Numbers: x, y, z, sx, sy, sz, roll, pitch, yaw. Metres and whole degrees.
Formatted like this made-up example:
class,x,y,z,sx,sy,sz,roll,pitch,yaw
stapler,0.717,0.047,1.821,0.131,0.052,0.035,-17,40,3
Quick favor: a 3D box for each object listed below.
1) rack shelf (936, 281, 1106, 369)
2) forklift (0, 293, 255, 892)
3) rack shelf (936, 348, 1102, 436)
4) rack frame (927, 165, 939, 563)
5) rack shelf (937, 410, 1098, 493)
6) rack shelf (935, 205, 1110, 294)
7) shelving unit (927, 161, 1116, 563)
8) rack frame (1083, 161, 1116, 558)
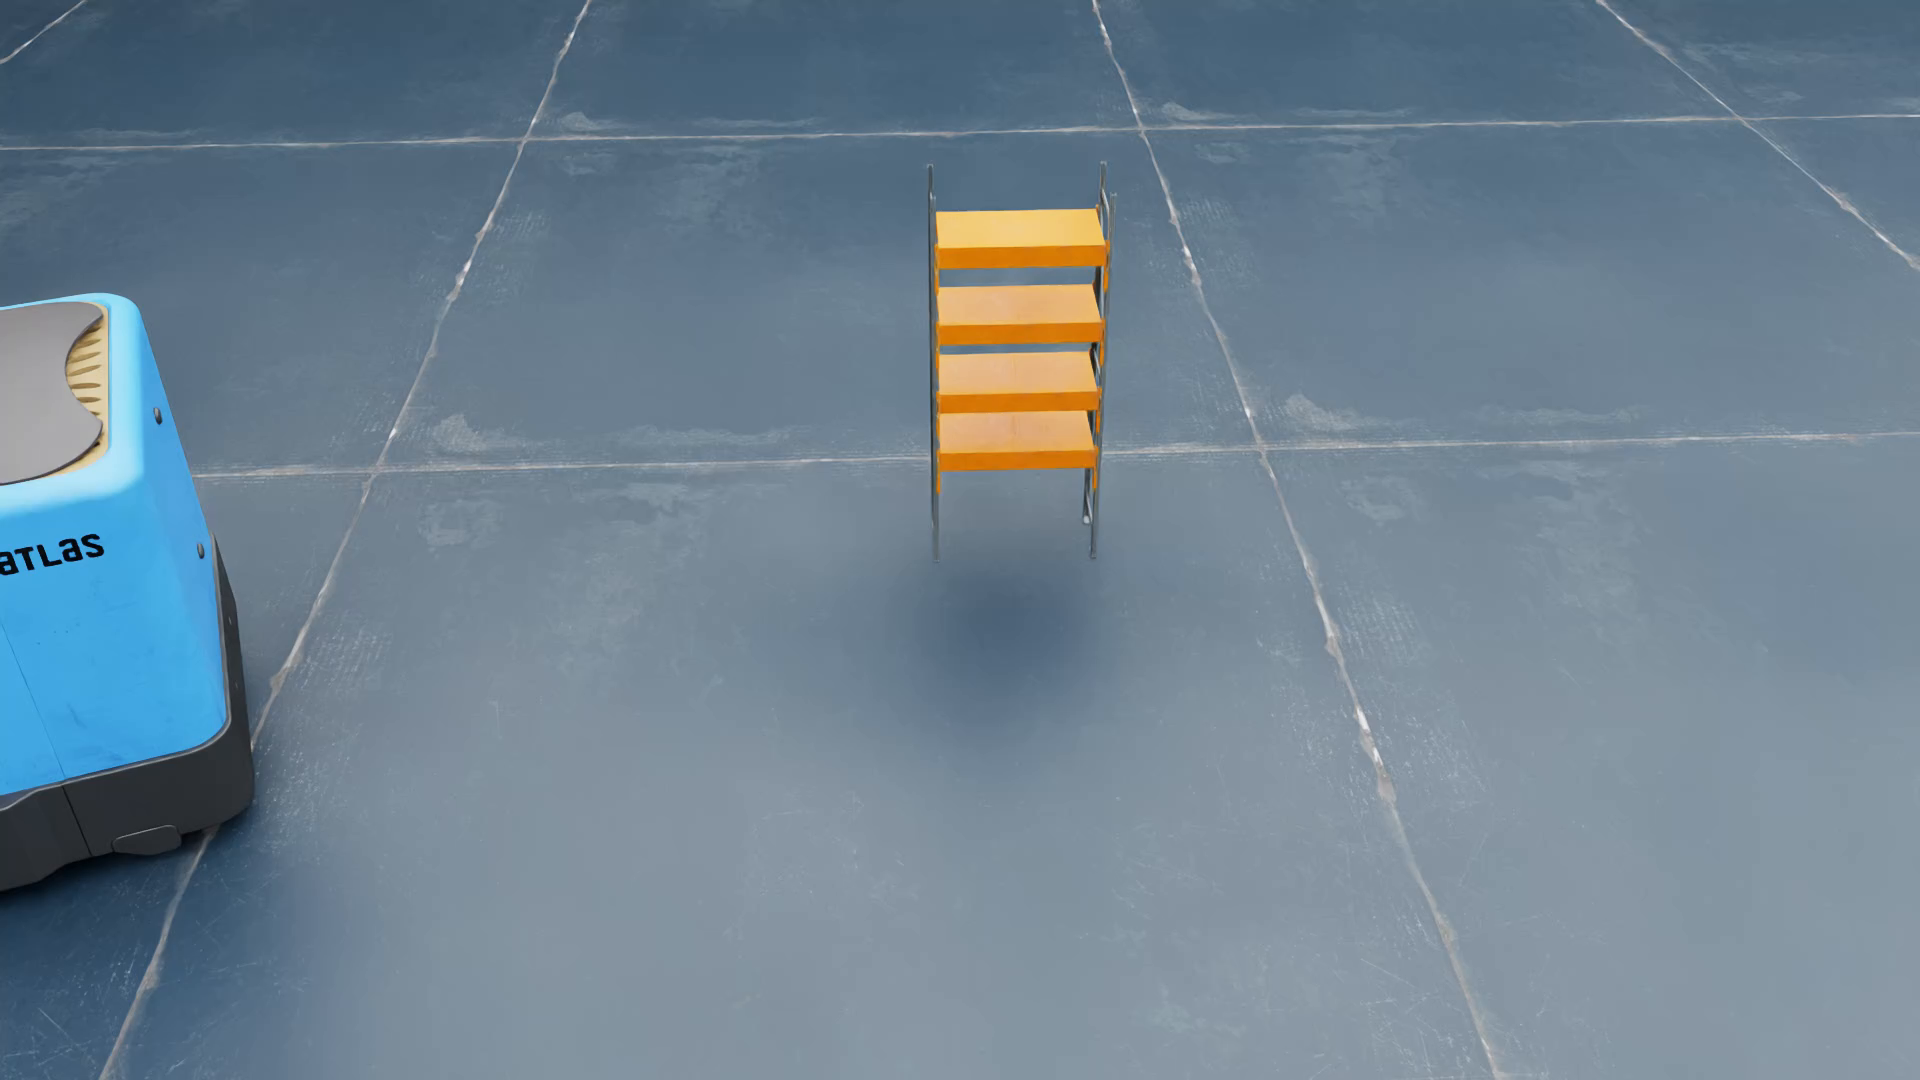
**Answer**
class,x,y,z,sx,sy,sz,roll,pitch,yaw
rack shelf,0.165,-0.626,4.826,0.480,0.148,0.258,-2,35,-2
forklift,-3.346,-0.403,3.257,3.031,2.935,1.130,-13,37,-19
rack shelf,0.165,-0.443,4.953,0.480,0.148,0.258,-2,35,-2
rack frame,-0.078,-0.491,4.905,0.015,1.200,0.240,-2,35,-2
rack shelf,0.165,-0.279,5.066,0.480,0.148,0.258,-2,35,-2
rack shelf,0.165,-0.821,4.691,0.480,0.148,0.258,-2,35,-2
shelving unit,0.165,-0.498,4.915,0.503,1.200,0.258,-2,35,-2
rack frame,0.409,-0.504,4.924,0.015,1.200,0.240,-2,35,-2
